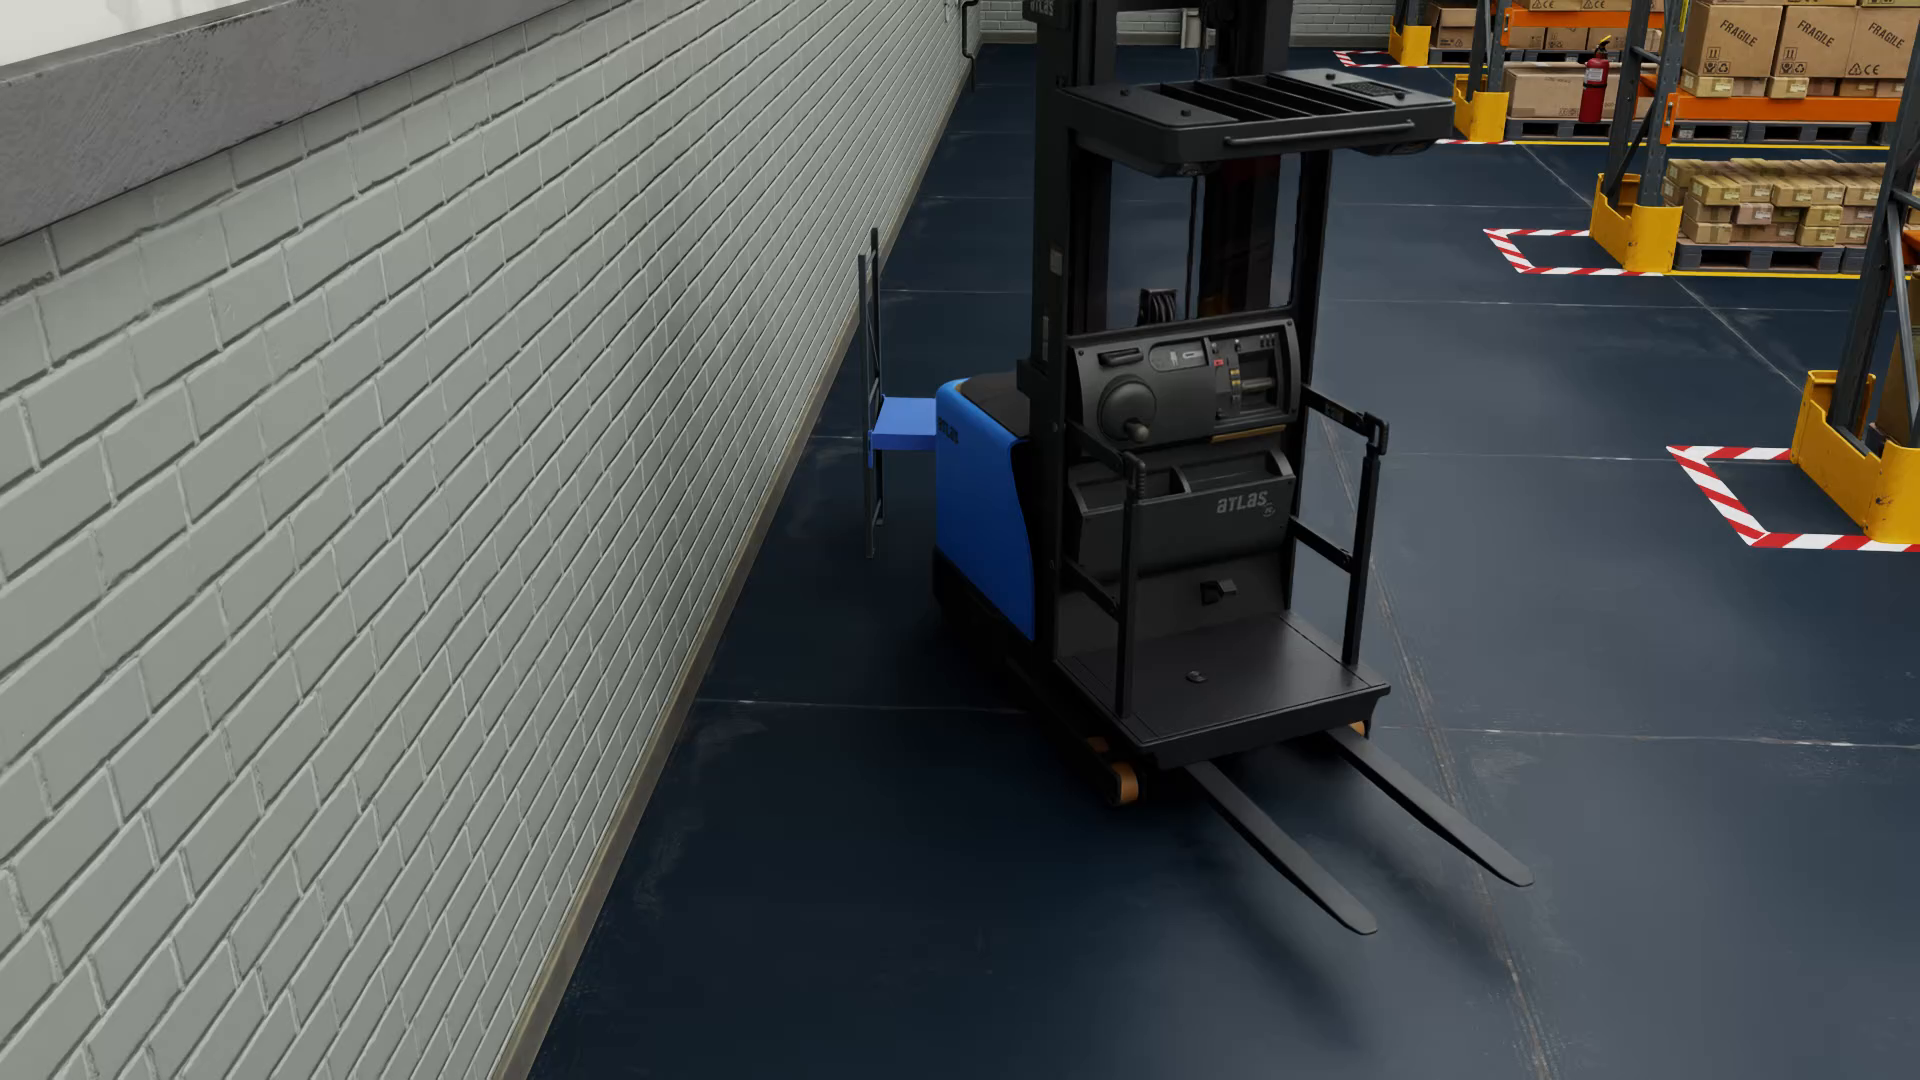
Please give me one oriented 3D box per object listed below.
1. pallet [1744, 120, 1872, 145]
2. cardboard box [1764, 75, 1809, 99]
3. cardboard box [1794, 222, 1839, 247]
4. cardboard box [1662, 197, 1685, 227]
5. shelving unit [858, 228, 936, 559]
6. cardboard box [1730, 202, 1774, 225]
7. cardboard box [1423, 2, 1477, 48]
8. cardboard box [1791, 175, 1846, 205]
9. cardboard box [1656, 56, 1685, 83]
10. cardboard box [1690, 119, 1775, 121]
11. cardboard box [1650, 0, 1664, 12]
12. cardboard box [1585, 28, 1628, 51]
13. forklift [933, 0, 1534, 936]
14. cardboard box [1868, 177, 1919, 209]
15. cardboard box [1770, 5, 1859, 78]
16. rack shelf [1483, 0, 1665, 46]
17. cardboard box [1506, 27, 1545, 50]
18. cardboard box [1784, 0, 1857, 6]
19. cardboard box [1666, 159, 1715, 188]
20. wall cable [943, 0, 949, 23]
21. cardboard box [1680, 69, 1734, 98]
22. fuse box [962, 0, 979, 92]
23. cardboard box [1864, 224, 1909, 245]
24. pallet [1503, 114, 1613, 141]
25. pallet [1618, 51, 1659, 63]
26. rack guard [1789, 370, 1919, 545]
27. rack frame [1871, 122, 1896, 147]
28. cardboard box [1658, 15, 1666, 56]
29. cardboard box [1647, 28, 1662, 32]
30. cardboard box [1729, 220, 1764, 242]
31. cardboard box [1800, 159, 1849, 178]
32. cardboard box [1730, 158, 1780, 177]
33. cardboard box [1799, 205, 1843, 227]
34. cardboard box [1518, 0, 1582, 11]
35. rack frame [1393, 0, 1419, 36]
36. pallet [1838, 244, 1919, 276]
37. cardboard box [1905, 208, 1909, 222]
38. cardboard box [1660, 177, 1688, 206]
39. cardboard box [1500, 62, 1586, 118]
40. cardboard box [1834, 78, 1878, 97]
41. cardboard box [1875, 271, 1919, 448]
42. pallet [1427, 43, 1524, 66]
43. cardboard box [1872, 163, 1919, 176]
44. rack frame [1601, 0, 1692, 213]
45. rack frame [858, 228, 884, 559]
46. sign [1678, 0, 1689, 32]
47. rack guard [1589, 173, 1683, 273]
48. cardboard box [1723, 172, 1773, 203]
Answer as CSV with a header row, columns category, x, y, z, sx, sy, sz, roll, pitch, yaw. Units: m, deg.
category,x,y,z,sx,sy,sz,roll,pitch,yaw
pallet,8.749,-4.377,17.510,1.213,0.211,1.003,2,25,4
cardboard box,6.054,-3.366,12.277,0.250,0.149,0.380,1,25,2
cardboard box,6.495,-2.361,12.701,0.250,0.149,0.380,2,25,5
cardboard box,5.776,-2.614,13.252,0.250,0.149,0.380,2,25,5
shelving unit,0.085,-0.679,7.931,1.048,1.500,0.538,2,25,4
cardboard box,6.007,-2.523,12.698,0.250,0.149,0.380,2,25,4
cardboard box,6.492,-6.782,21.884,0.637,0.503,0.797,1,25,2
cardboard box,6.511,-2.663,12.645,0.250,0.149,0.380,1,25,1
cardboard box,5.582,-3.642,12.877,0.250,0.149,0.380,2,25,4
cardboard box,7.991,-4.707,17.454,0.875,0.438,0.875,1,25,2
cardboard box,6.982,-5.597,16.706,0.500,0.500,0.500,2,25,4
cardboard box,8.377,-6.703,21.717,0.500,0.500,0.700,1,25,2
forklift,0.933,-0.555,5.951,1.130,2.935,3.031,-10,27,-21
cardboard box,7.045,-2.622,12.557,0.250,0.149,0.380,2,25,5
cardboard box,6.197,-3.693,12.212,0.500,0.500,0.500,2,25,4
rack shelf,7.507,-5.324,17.093,4.000,0.370,1.077,2,25,4
cardboard box,7.341,-6.737,21.790,0.500,0.500,0.700,3,25,6
cardboard box,6.166,-4.145,11.998,0.500,0.500,0.500,3,25,6
cardboard box,5.782,-2.903,13.168,0.250,0.149,0.380,2,25,5
wall cable,-0.111,-6.362,17.234,0.123,1.953,0.585,2,25,4
cardboard box,5.533,-3.388,12.324,0.250,0.149,0.380,2,25,4
fuse box,0.196,-6.171,19.615,0.414,1.711,0.539,2,25,4
cardboard box,6.998,-2.348,12.673,0.250,0.149,0.380,1,25,1
pallet,6.317,-4.455,17.680,1.213,0.211,1.003,2,25,4
pallet,9.193,-6.411,21.931,1.213,0.211,1.003,2,25,4
rack guard,4.731,-0.450,8.630,0.348,0.500,1.175,2,25,4
rack frame,9.502,-5.587,16.804,0.127,3.000,1.000,2,25,4
cardboard box,5.703,-3.922,12.710,0.500,0.500,0.500,2,25,5
cardboard box,9.237,-6.745,22.034,0.500,0.311,0.500,3,25,6
cardboard box,6.000,-2.420,12.829,0.250,0.149,0.380,2,25,4
cardboard box,6.822,-2.896,13.152,0.250,0.149,0.380,3,25,6
cardboard box,6.296,-2.916,13.195,0.250,0.149,0.380,1,25,3
cardboard box,6.505,-2.499,12.645,0.250,0.149,0.380,3,25,6
cardboard box,5.970,-5.625,16.767,0.500,0.500,0.500,2,25,4
rack frame,5.890,-7.784,21.578,0.127,3.000,1.000,2,25,4
pallet,7.331,-2.299,12.993,1.213,0.211,1.003,2,25,4
cardboard box,7.050,-2.539,12.731,0.250,0.149,0.380,3,25,7
cardboard box,5.783,-2.782,13.259,0.250,0.149,0.380,1,25,3
cardboard box,6.179,-4.762,17.574,0.875,0.438,0.875,1,25,2
cardboard box,6.592,-3.396,12.342,0.250,0.149,0.380,2,25,3
cardboard box,5.399,-0.823,8.490,0.875,0.875,0.875,2,25,4
pallet,6.760,-6.489,22.101,1.213,0.211,1.003,2,25,4
cardboard box,7.340,-2.845,13.040,0.250,0.149,0.380,2,25,4
rack frame,5.235,-3.649,12.591,0.127,3.000,1.000,2,25,4
rack frame,-0.422,-0.695,7.966,0.032,1.500,0.500,2,25,4
sign,5.194,-3.816,11.919,0.005,0.325,0.100,2,25,4
rack guard,5.311,-2.511,13.108,0.348,0.500,1.175,2,25,4
cardboard box,6.016,-2.698,12.721,0.250,0.149,0.380,2,25,5
